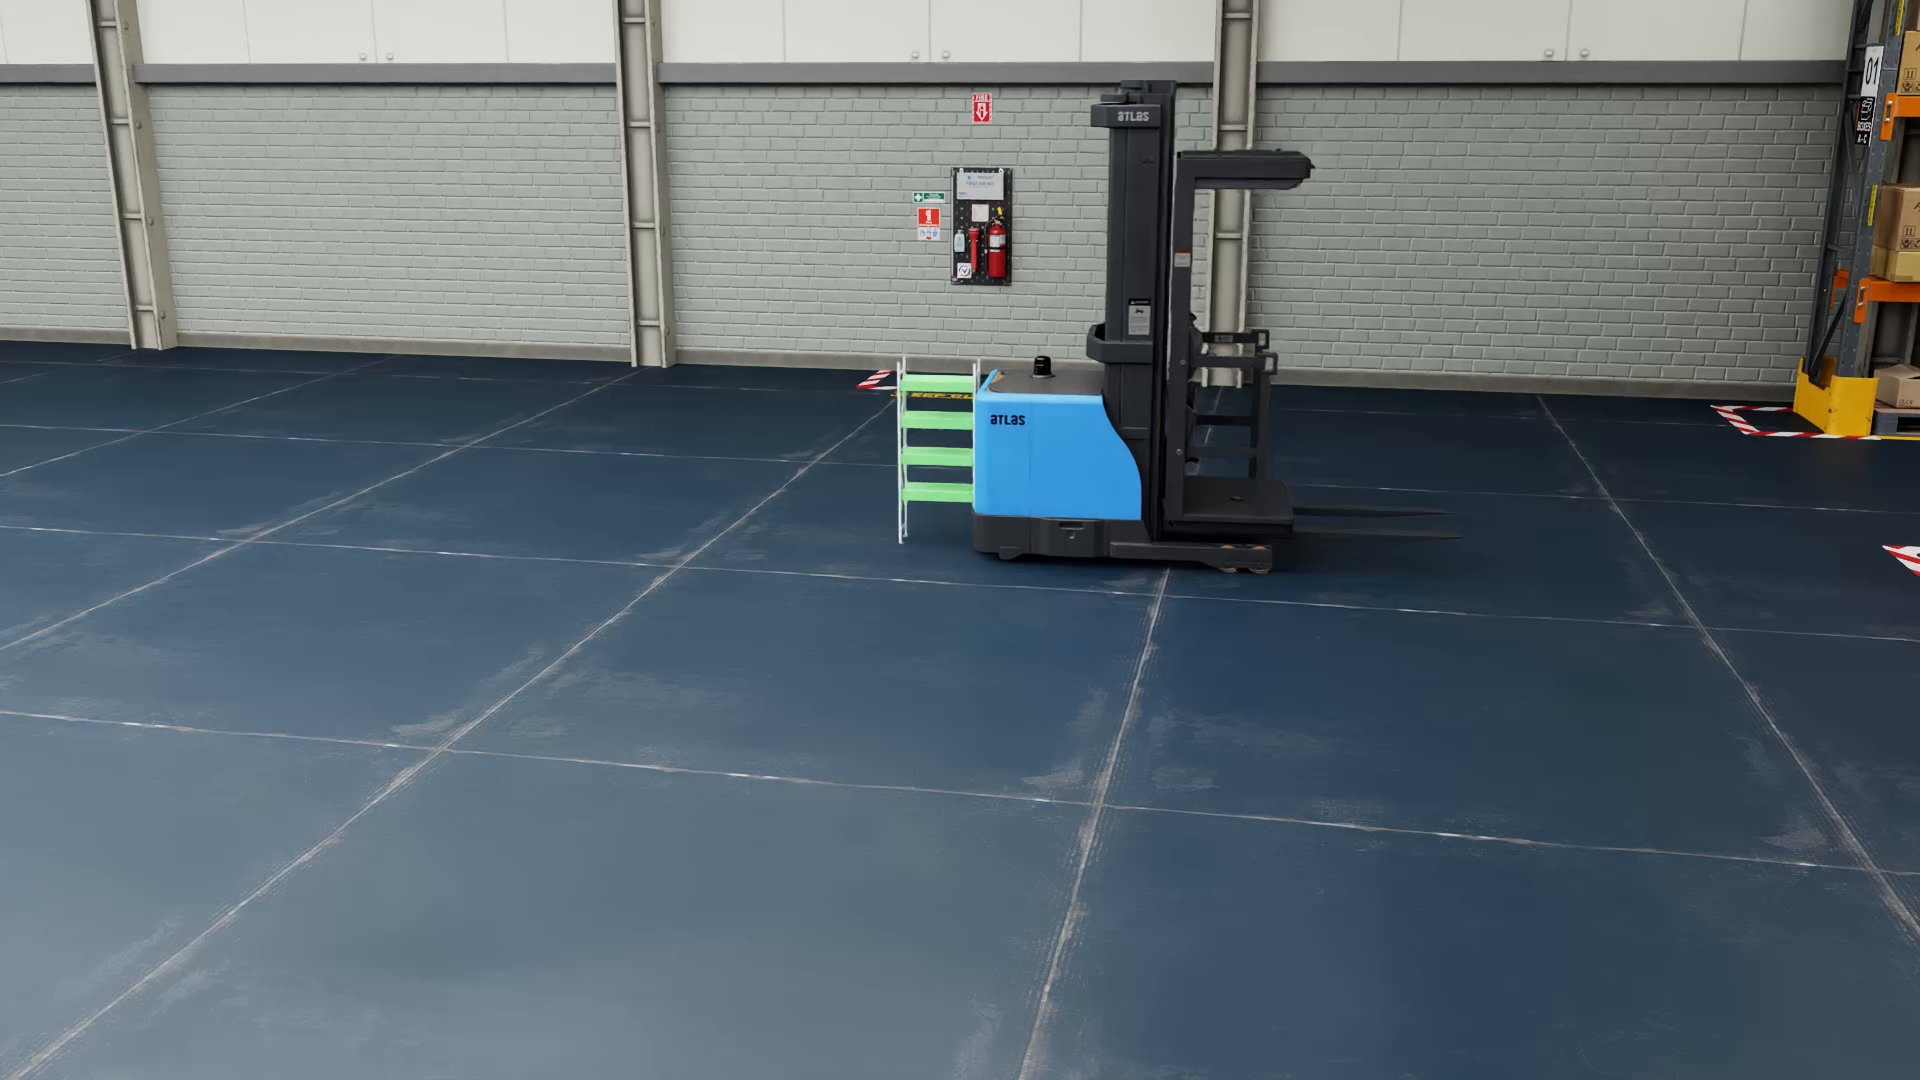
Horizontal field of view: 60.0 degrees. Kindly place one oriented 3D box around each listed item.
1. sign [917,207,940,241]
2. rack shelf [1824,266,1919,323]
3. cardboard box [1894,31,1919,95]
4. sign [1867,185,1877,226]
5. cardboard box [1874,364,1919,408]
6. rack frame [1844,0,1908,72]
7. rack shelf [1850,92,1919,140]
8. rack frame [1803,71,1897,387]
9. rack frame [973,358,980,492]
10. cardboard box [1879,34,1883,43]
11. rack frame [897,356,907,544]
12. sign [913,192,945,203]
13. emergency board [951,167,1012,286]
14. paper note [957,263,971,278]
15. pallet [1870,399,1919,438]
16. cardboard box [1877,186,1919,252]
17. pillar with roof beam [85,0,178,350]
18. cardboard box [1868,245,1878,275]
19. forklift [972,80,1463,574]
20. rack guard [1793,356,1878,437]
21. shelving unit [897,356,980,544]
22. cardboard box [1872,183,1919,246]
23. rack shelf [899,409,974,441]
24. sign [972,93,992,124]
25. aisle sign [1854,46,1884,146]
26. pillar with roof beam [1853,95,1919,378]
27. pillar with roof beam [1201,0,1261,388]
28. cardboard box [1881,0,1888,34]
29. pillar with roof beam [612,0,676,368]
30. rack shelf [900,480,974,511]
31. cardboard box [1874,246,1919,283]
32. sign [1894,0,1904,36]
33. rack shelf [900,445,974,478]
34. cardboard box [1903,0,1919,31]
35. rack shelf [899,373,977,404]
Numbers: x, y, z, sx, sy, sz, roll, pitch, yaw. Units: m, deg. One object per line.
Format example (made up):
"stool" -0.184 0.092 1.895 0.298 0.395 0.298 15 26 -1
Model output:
"sign" -0.317 -3.213 16.904 0.234 0.329 0.001 3 16 11
"rack shelf" 9.600 -2.036 14.072 4.000 0.370 1.077 3 16 11
"cardboard box" 7.918 -3.910 13.643 0.500 0.500 0.500 4 16 13
"sign" 7.532 -2.765 13.732 0.005 0.325 0.100 3 16 11
"cardboard box" 8.300 -1.345 14.442 0.500 0.311 0.500 1 16 5
"rack frame" 7.640 -5.381 13.559 0.127 3.000 1.000 3 16 11
"rack shelf" 9.600 -3.482 13.672 4.000 0.370 1.077 3 16 11
"rack frame" 7.640 -2.489 14.360 0.127 3.000 1.000 3 16 11
"rack frame" 0.107 -0.568 10.795 0.015 1.200 0.240 2 16 7
"cardboard box" 8.099 -4.037 14.103 0.500 0.500 0.500 4 16 15
"rack frame" -0.377 -0.585 10.855 0.015 1.200 0.240 2 16 7
"sign" -0.314 -3.465 16.824 0.331 0.109 0.001 3 16 11
"emergency board" 0.204 -3.139 16.705 0.643 1.169 0.194 3 16 11
"paper note" 0.045 -2.742 16.922 0.142 0.148 0.016 3 16 11
"pallet" 8.503 -1.089 14.528 1.213 0.211 1.003 3 16 11
"cardboard box" 8.048 -2.684 13.902 0.500 0.500 0.500 3 16 11
"pillar with roof beam" -9.999 -5.401 13.633 0.400 9.000 9.100 3 16 11
"cardboard box" 8.136 -2.453 14.471 0.500 0.250 0.500 3 16 12
"forklift" 1.633 -1.356 10.396 3.031 2.935 1.130 2 16 7
"rack guard" 7.714 -1.281 14.679 0.348 0.500 1.175 3 16 11
"shelving unit" -0.135 -0.576 10.825 0.503 1.200 0.258 2 16 7
"cardboard box" 8.144 -2.819 14.387 0.500 0.500 0.500 3 16 10
"rack shelf" -0.135 -0.746 10.778 0.480 0.148 0.258 2 16 7
"sign" 0.216 -4.283 16.492 0.199 0.298 0.001 3 16 11
"aisle sign" 7.509 -3.668 13.743 0.004 0.787 0.394 3 16 11
"pillar with roof beam" 7.640 -4.443 10.176 0.400 9.000 9.100 3 16 11
"pillar with roof beam" 1.760 -4.763 11.328 0.400 9.000 9.100 3 16 11
"cardboard box" 8.114 -4.520 13.974 0.500 0.500 0.500 4 16 14
"pillar with roof beam" -4.119 -5.082 12.481 0.400 9.000 9.100 3 16 11
"rack shelf" -0.135 -0.283 10.906 0.480 0.148 0.258 2 16 7
"cardboard box" 8.055 -2.318 13.984 0.500 0.250 0.500 3 16 9
"sign" 7.532 -4.214 13.330 0.005 0.325 0.100 3 16 11
"rack shelf" -0.135 -0.515 10.842 0.480 0.148 0.258 2 16 7
"cardboard box" 7.969 -4.391 13.507 0.500 0.500 0.500 2 16 7
"rack shelf" -0.135 -0.977 10.714 0.480 0.148 0.258 2 16 7
